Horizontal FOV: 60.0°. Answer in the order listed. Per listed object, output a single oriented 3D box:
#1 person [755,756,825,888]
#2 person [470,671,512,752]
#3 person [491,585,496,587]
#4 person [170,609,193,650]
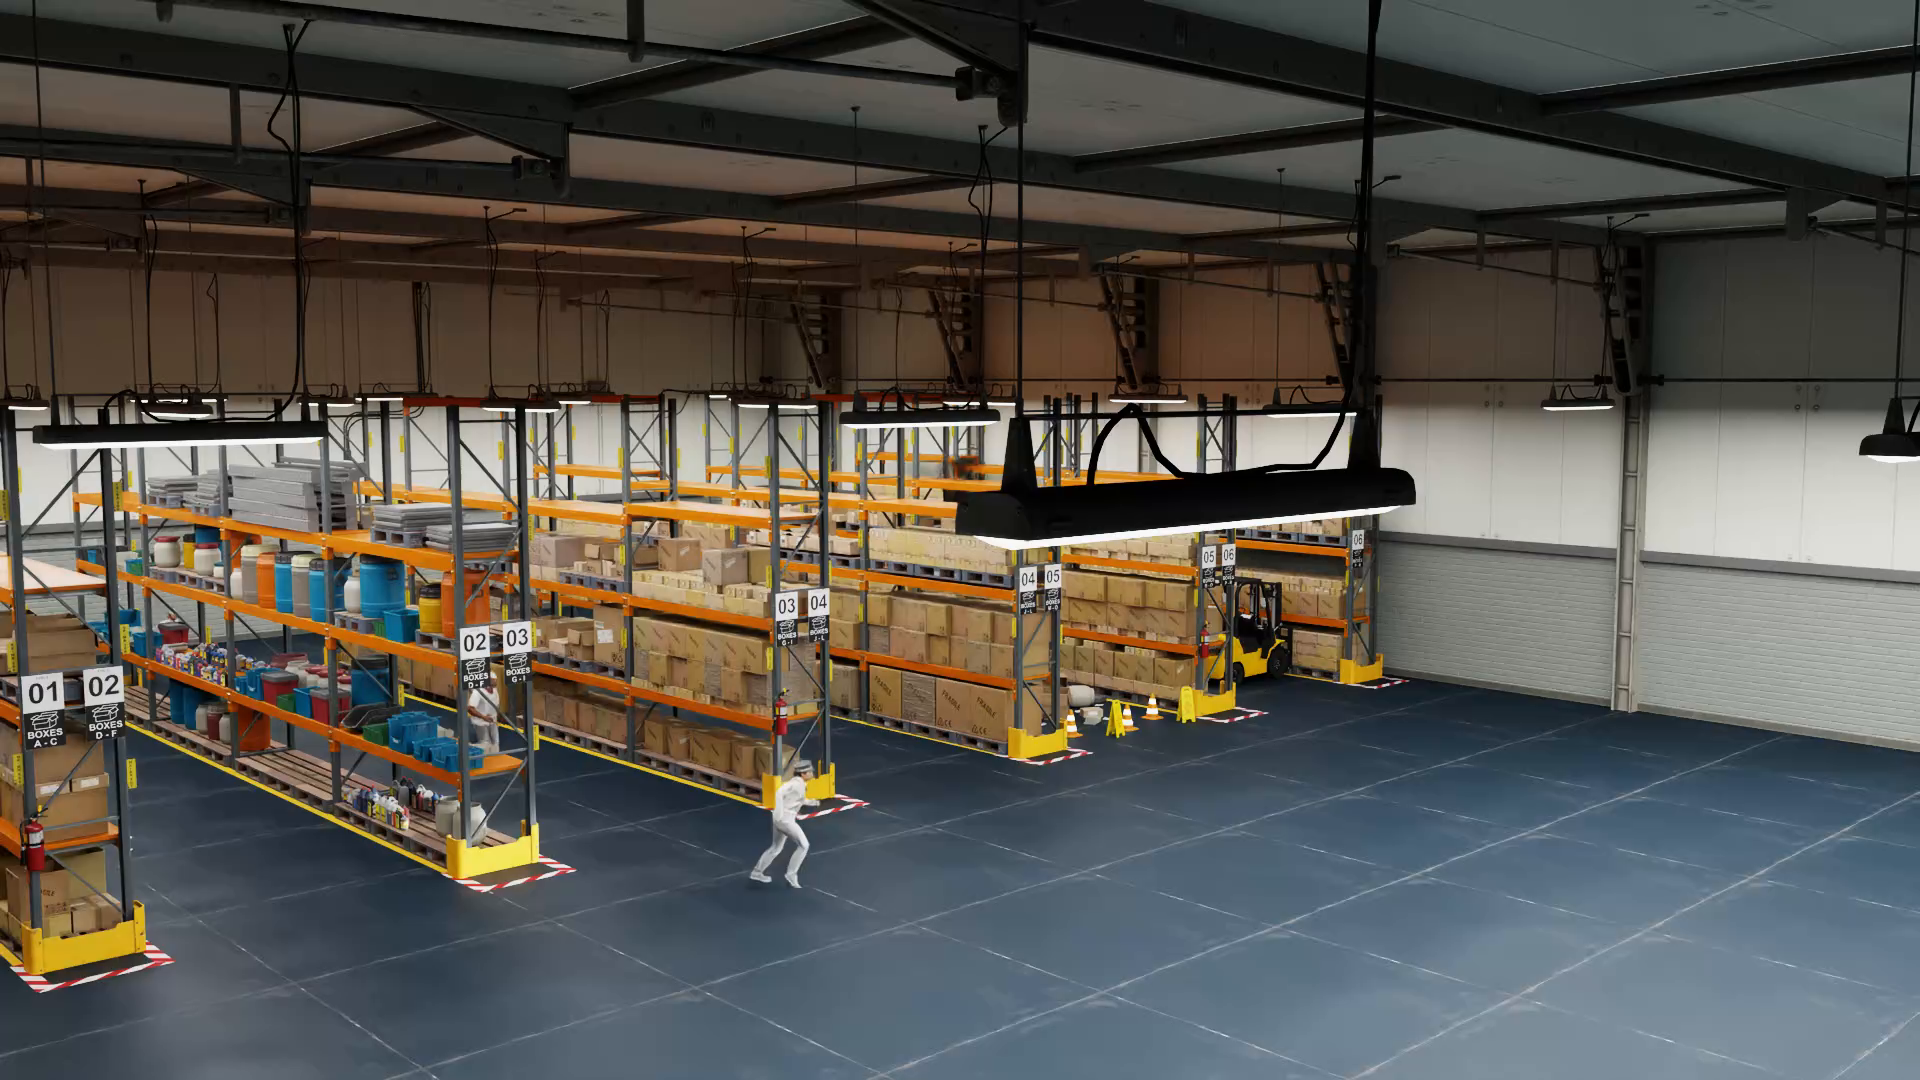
[{"bbox_3d":[-2.118,3.545,20.750,0.858,1.707,0.652,0,6,-5],"label":"person"},{"bbox_3d":[-7.552,2.930,26.548,0.608,1.703,0.694,3,6,26],"label":"person"},{"bbox_3d":[-10.944,1.828,38.880,0.630,1.530,0.506,-1,6,-15],"label":"person"},{"bbox_3d":[-16.169,2.219,34.416,0.543,1.599,0.599,1,6,15],"label":"person"}]
